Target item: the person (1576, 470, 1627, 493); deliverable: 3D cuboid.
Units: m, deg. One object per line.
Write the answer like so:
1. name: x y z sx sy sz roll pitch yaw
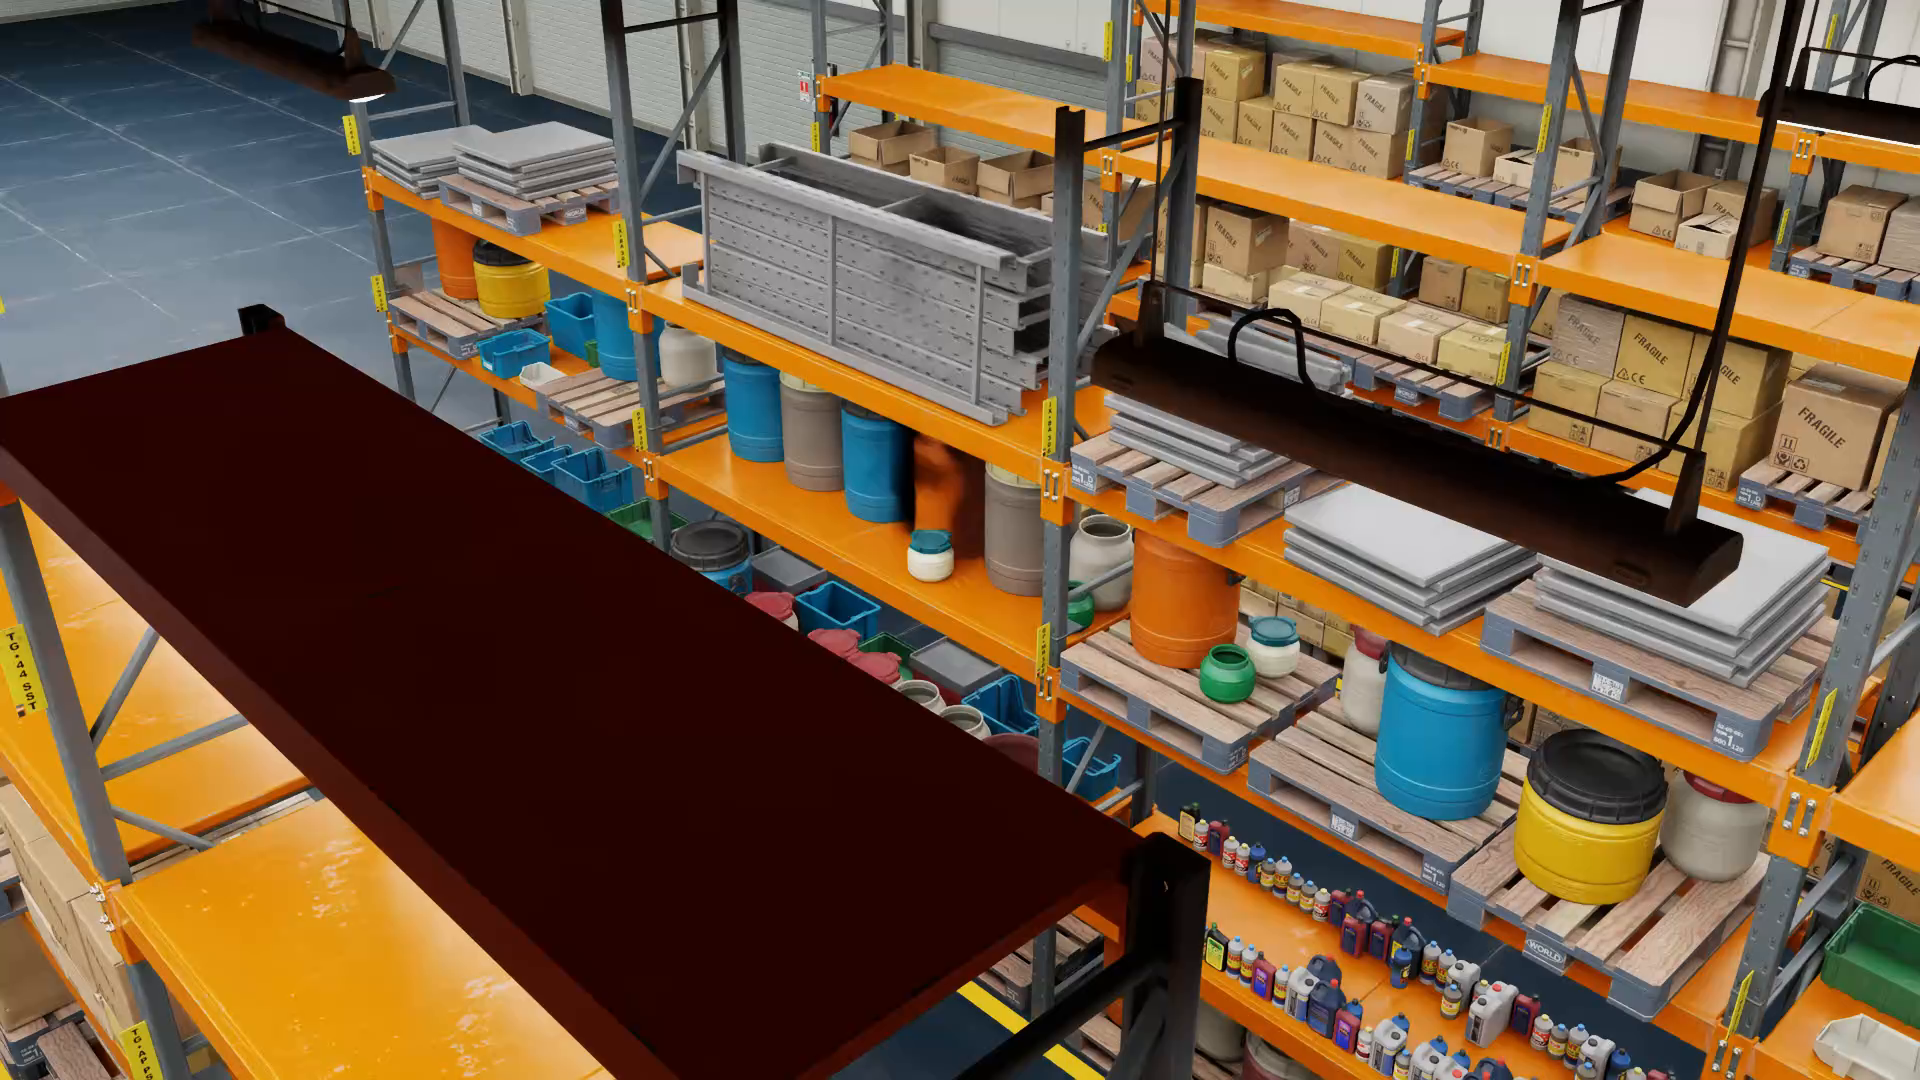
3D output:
1. person: 6.291 -0.543 16.133 0.691 1.653 0.646 14 31 24

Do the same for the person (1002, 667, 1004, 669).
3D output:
1. person: 0.247 0.950 13.365 0.586 1.688 0.709 -24 36 -37
